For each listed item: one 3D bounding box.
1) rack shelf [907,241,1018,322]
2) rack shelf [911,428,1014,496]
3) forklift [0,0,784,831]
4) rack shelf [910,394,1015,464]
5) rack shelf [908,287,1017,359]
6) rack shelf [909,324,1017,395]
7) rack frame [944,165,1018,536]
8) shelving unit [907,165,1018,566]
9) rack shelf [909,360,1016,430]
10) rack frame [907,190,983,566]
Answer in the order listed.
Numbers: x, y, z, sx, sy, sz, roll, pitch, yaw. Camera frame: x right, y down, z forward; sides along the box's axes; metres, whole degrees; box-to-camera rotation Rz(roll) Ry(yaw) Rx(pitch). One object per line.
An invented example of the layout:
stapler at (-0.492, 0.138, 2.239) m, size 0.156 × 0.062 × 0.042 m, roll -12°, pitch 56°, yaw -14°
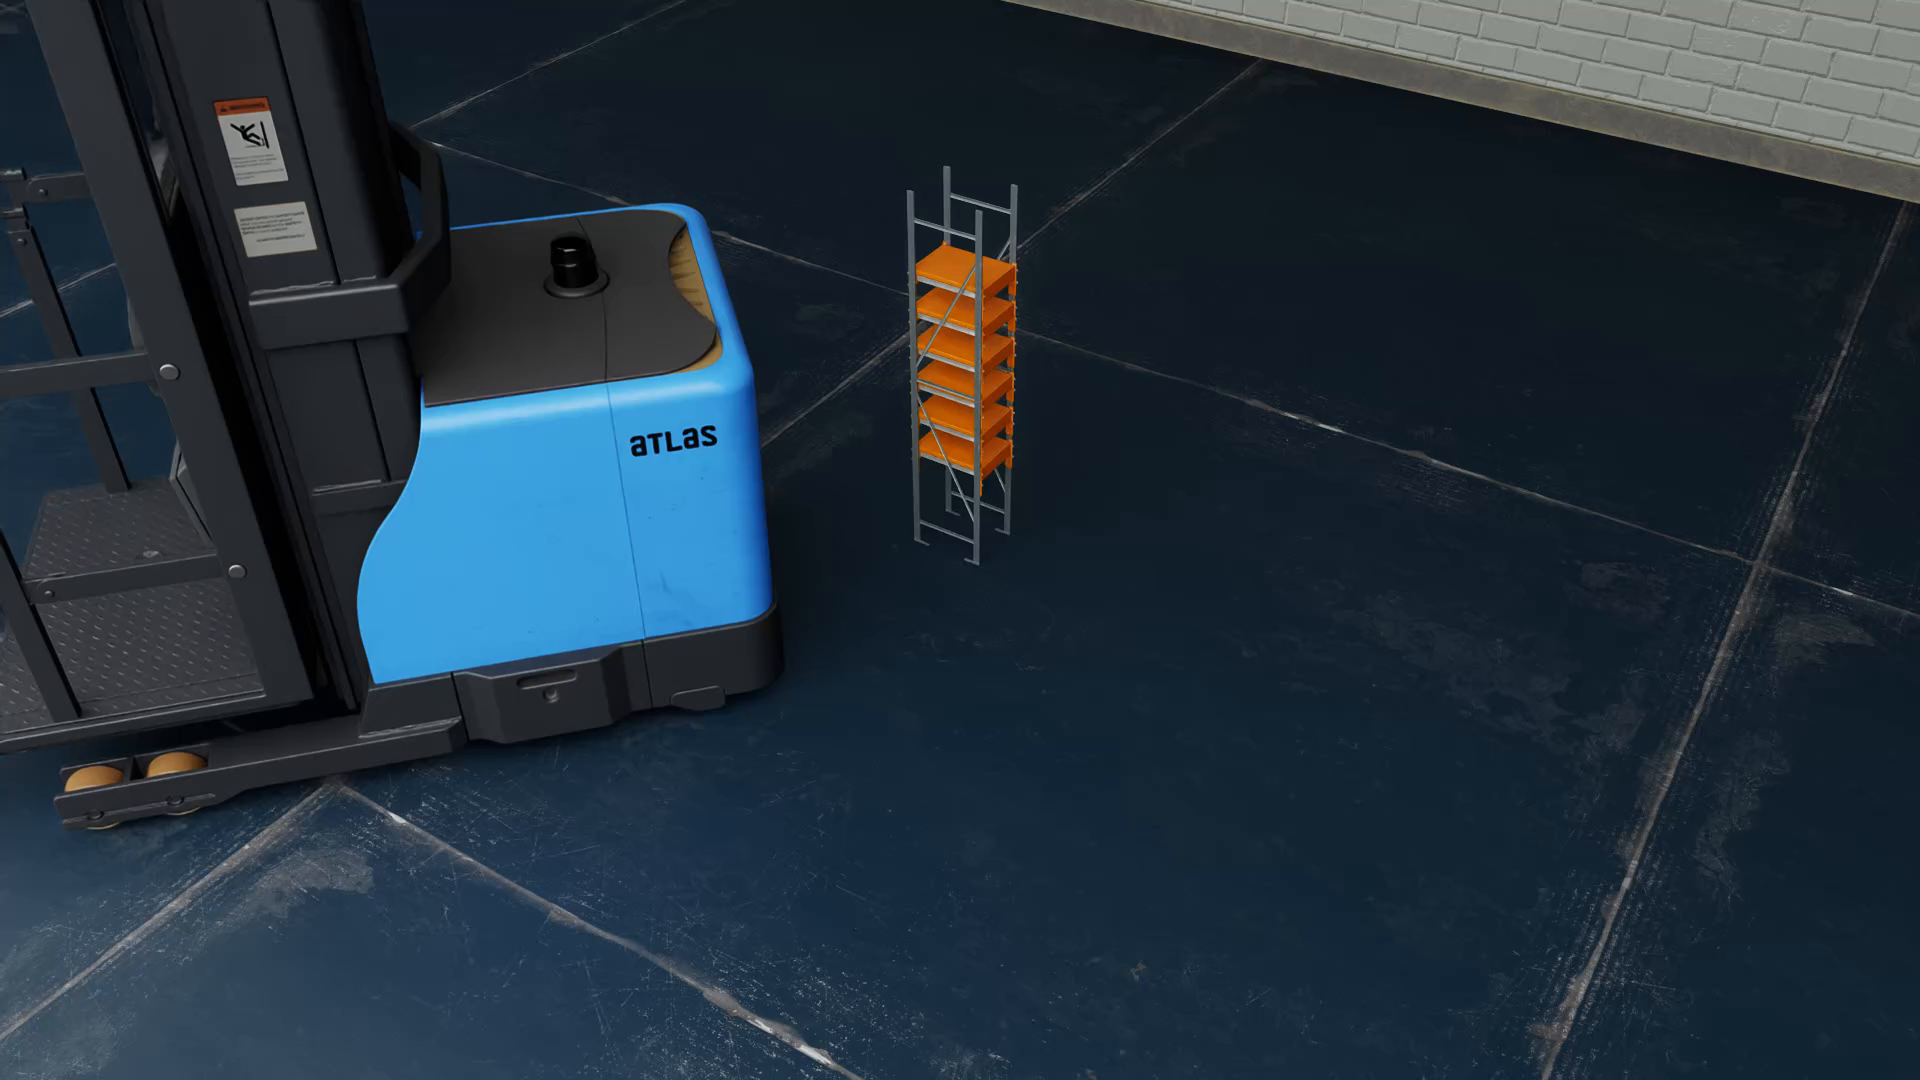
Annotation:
rack shelf at (0.008, -0.733, 4.701) m, size 0.258 × 0.103 × 0.180 m, roll 21°, pitch 42°, yaw 25°
rack shelf at (0.008, -0.257, 5.067) m, size 0.258 × 0.103 × 0.180 m, roll 21°, pitch 42°, yaw 25°
forklift at (-2.069, -0.774, 3.854) m, size 3.031 × 2.935 × 1.130 m, roll -9°, pitch 39°, yaw -12°
rack shelf at (0.008, -0.352, 4.994) m, size 0.258 × 0.103 × 0.180 m, roll 21°, pitch 42°, yaw 25°
rack shelf at (0.008, -0.638, 4.774) m, size 0.258 × 0.103 × 0.180 m, roll 21°, pitch 42°, yaw 25°
rack shelf at (0.008, -0.542, 4.847) m, size 0.258 × 0.103 × 0.180 m, roll 21°, pitch 42°, yaw 25°
rack frame at (0.057, -0.530, 4.955) m, size 0.240 × 1.200 × 0.006 m, roll 21°, pitch 42°, yaw 25°
shelving unit at (0.008, -0.483, 4.893) m, size 0.258 × 1.200 × 0.189 m, roll 21°, pitch 42°, yaw 25°
rack shelf at (0.008, -0.447, 4.920) m, size 0.258 × 0.103 × 0.180 m, roll 21°, pitch 42°, yaw 25°
rack frame at (-0.041, -0.435, 4.832) m, size 0.240 × 1.200 × 0.006 m, roll 21°, pitch 42°, yaw 25°
